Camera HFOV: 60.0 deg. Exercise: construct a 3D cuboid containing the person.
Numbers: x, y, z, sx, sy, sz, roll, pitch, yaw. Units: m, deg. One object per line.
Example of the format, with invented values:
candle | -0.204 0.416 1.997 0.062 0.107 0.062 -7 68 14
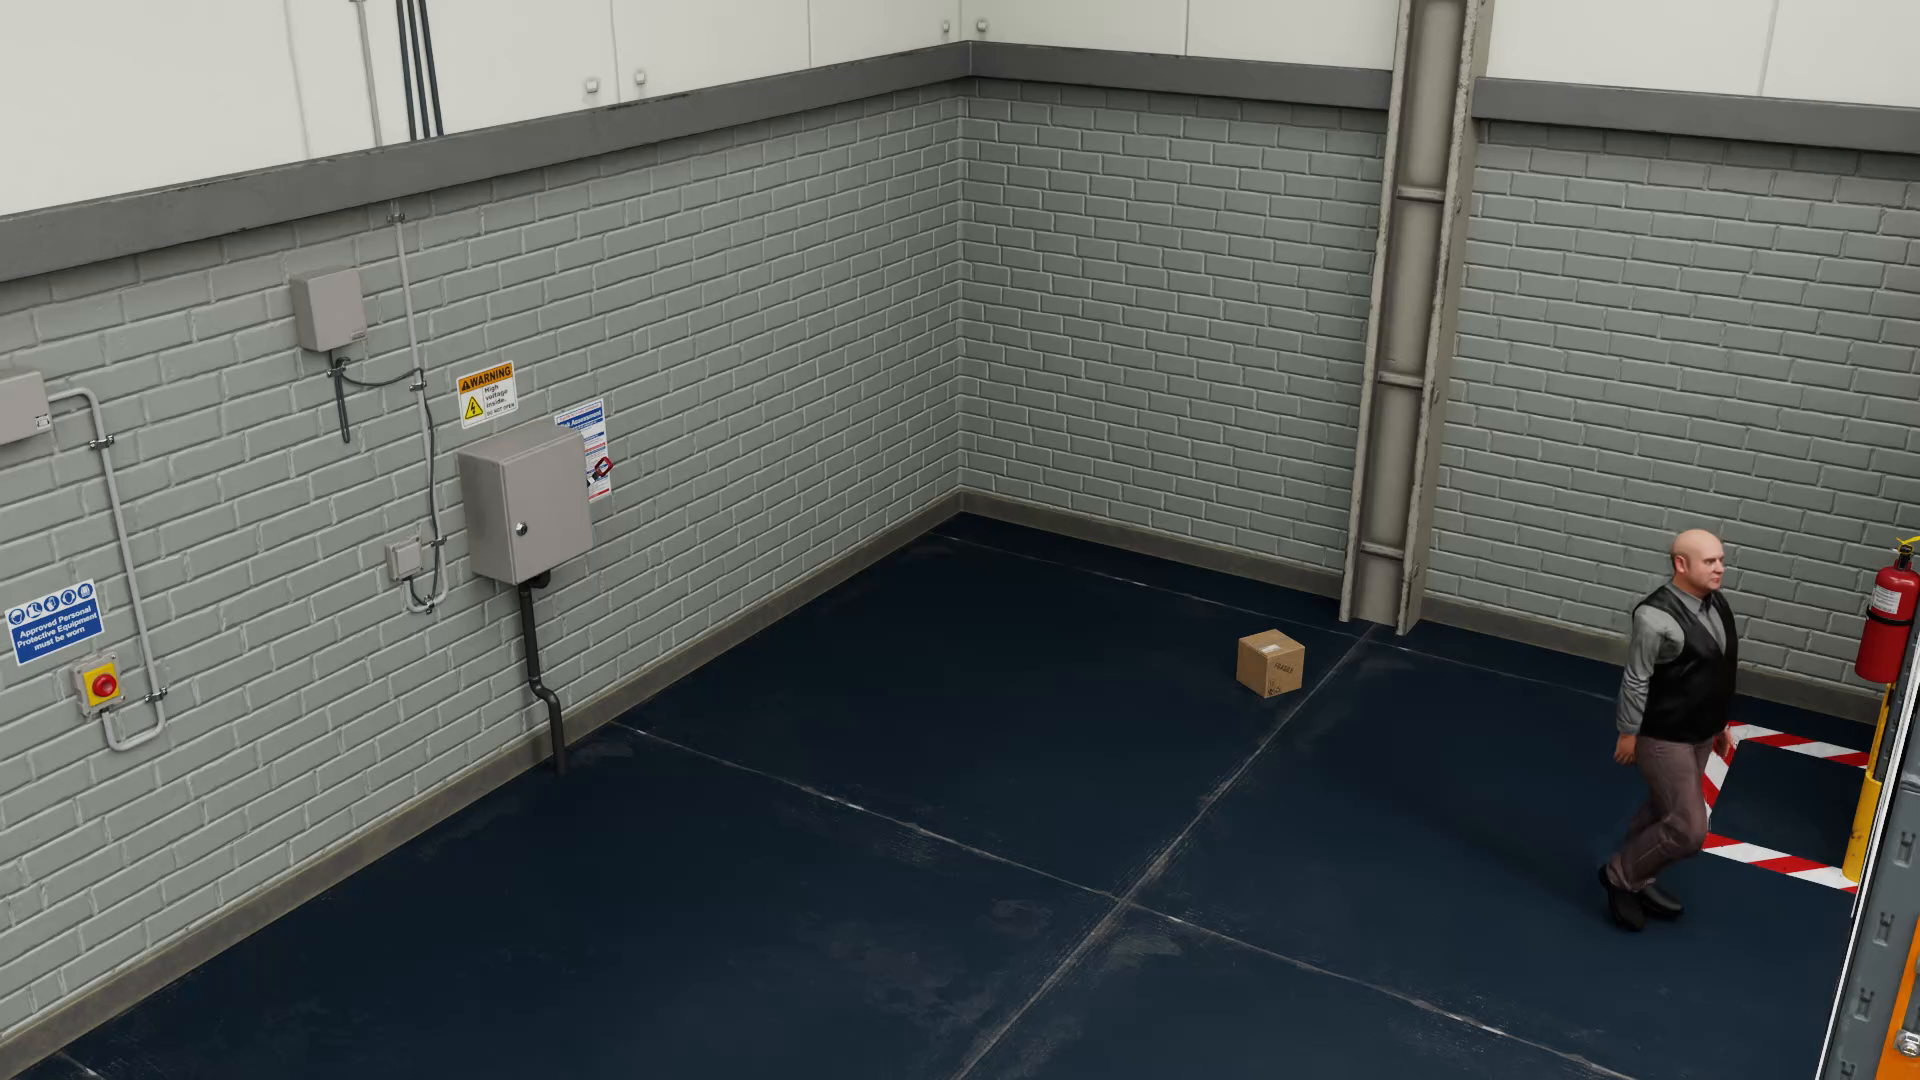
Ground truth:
person | 2.922 0.800 6.718 0.536 1.746 0.453 -17 28 -35
